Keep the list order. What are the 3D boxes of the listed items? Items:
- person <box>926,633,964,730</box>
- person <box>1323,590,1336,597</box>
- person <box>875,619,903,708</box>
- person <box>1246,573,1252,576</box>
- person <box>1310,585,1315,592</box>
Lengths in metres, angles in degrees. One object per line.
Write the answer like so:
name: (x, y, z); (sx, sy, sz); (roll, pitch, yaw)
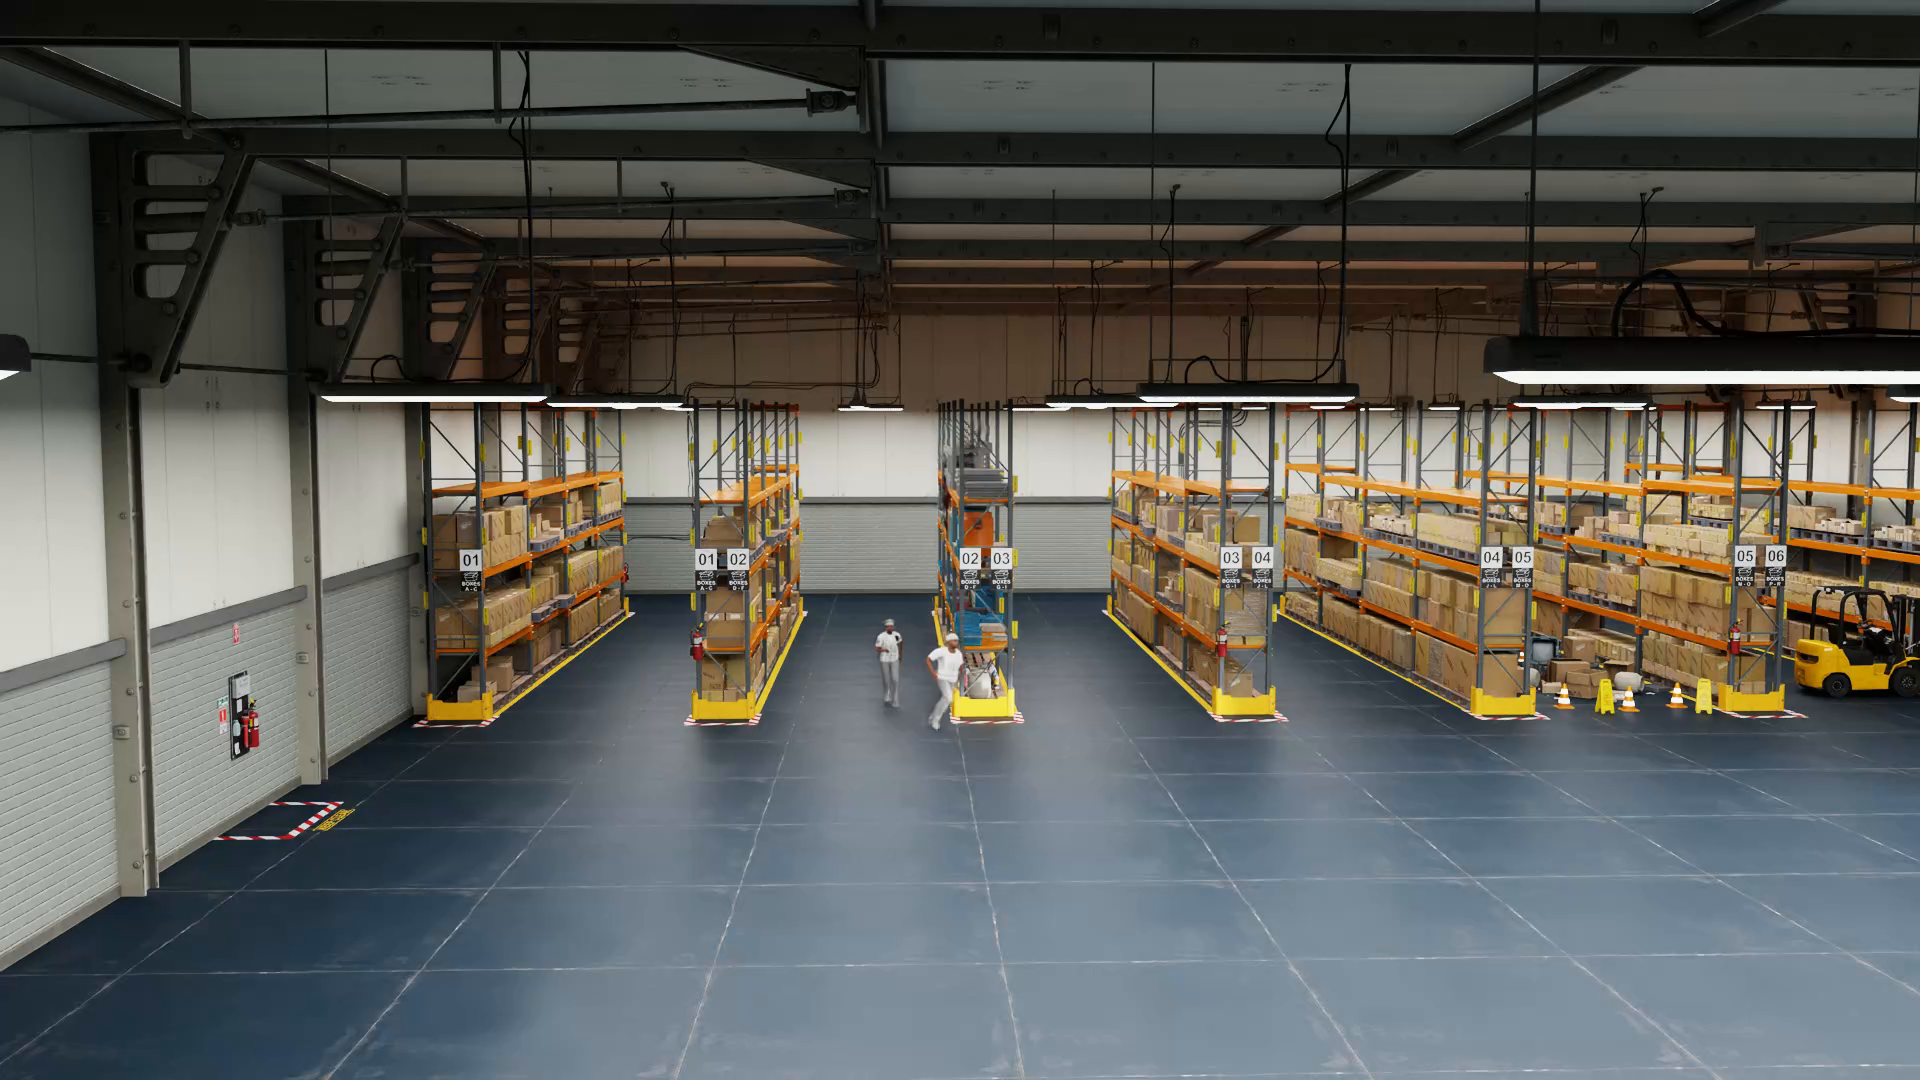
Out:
person: (-0.234, 2.571, 30.354); (0.760, 1.732, 0.667); (-4, 6, -41)
person: (10.682, 1.168, 48.687); (0.720, 1.719, 0.707); (4, 6, 44)
person: (-1.385, 2.407, 32.598); (0.568, 1.754, 0.767); (0, 4, -6)
person: (8.058, 1.391, 46.257); (0.705, 1.684, 0.707); (1, 4, 7)
person: (10.733, 1.134, 49.144); (0.942, 1.787, 0.686); (0, 4, 3)
